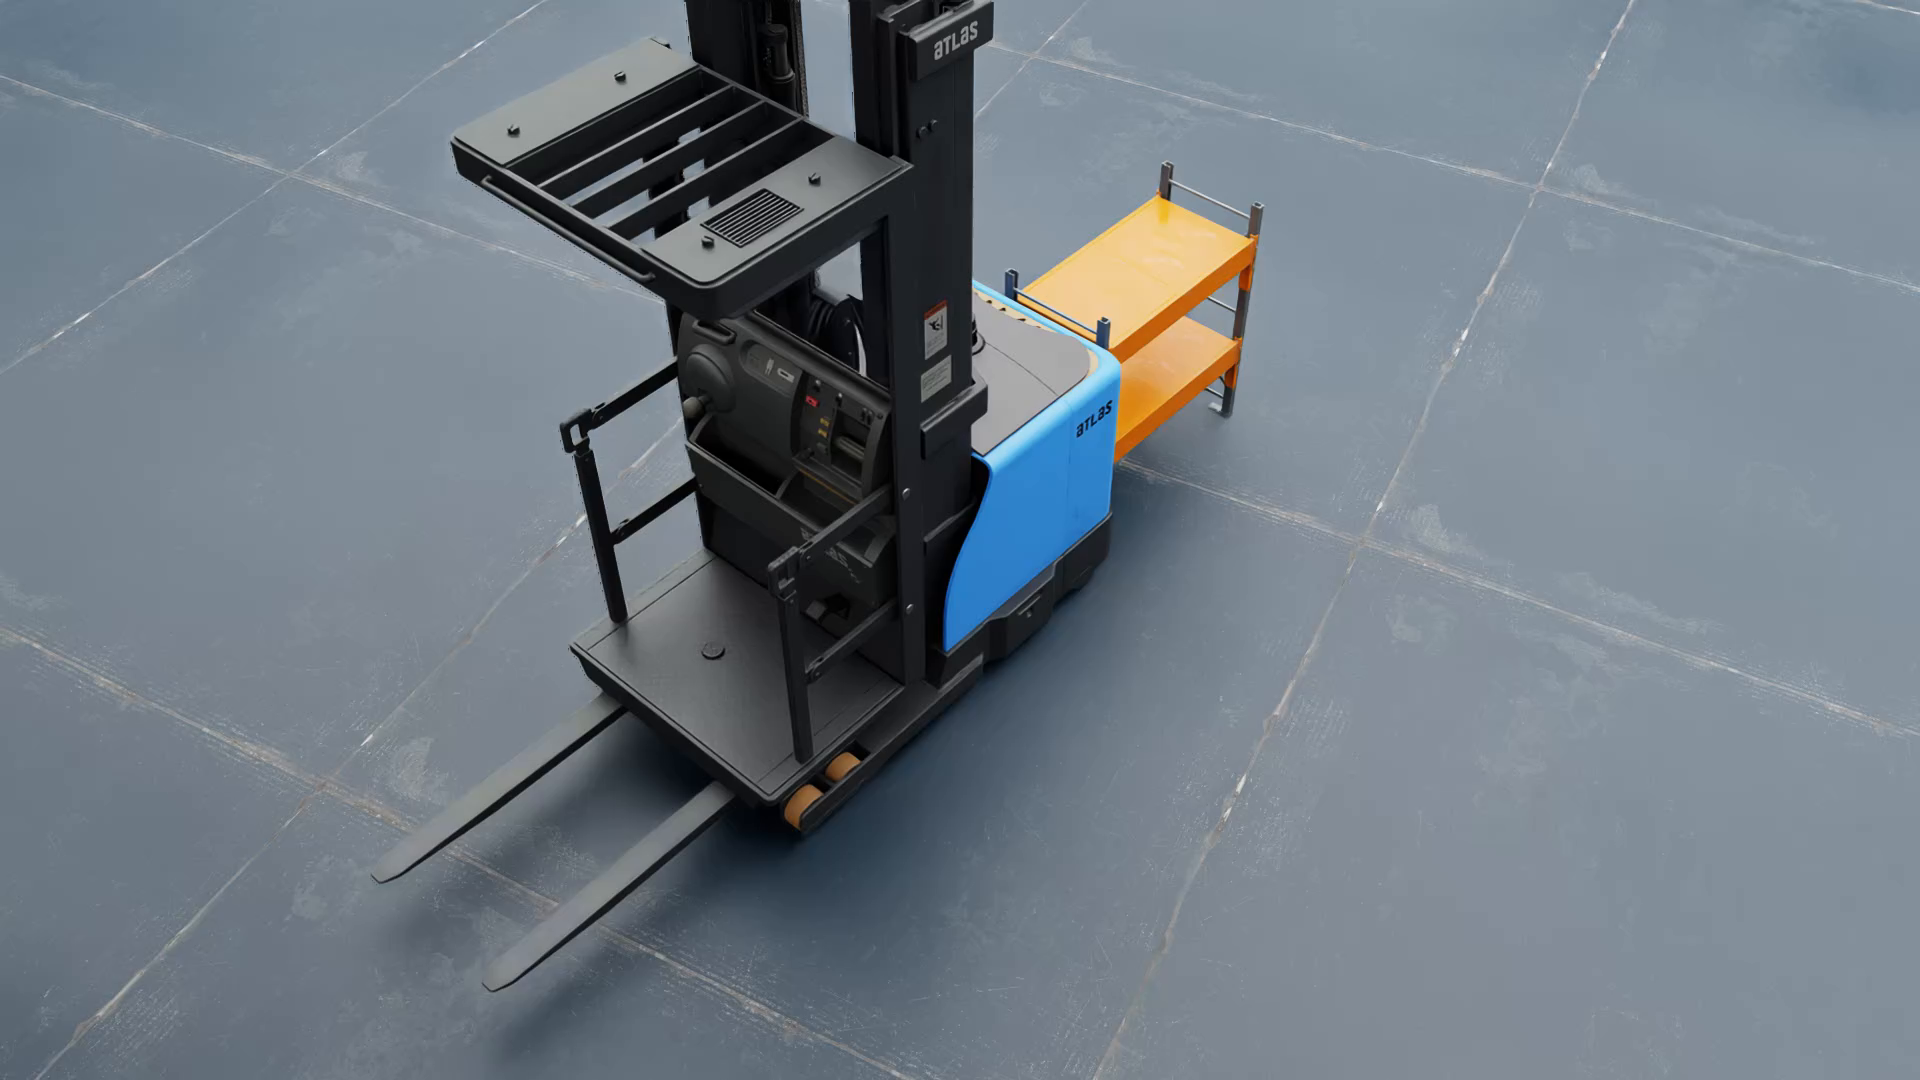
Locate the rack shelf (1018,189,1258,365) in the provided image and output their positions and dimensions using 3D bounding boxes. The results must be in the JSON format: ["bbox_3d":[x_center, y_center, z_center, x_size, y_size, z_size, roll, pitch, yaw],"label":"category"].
[{"bbox_3d":[0.711,-1.019,6.834,0.538,0.278,1.000,32,54,28],"label":"rack shelf"}]

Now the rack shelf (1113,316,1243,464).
[{"bbox_3d":[0.711,-0.641,7.216,0.538,0.278,1.000,32,54,28],"label":"rack shelf"}]

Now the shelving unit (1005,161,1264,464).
[{"bbox_3d":[0.711,-0.813,7.043,0.538,1.125,1.048,32,54,28],"label":"shelving unit"}]

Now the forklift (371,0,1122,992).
[{"bbox_3d":[-0.735,-0.395,5.360,1.130,2.935,3.031,32,54,28],"label":"forklift"}]

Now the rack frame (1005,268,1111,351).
[{"bbox_3d":[0.373,-0.543,6.775,0.500,1.125,0.032,32,54,28],"label":"rack frame"}]

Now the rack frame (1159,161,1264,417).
[{"bbox_3d":[1.048,-1.083,7.310,0.500,1.125,0.032,32,54,28],"label":"rack frame"}]
